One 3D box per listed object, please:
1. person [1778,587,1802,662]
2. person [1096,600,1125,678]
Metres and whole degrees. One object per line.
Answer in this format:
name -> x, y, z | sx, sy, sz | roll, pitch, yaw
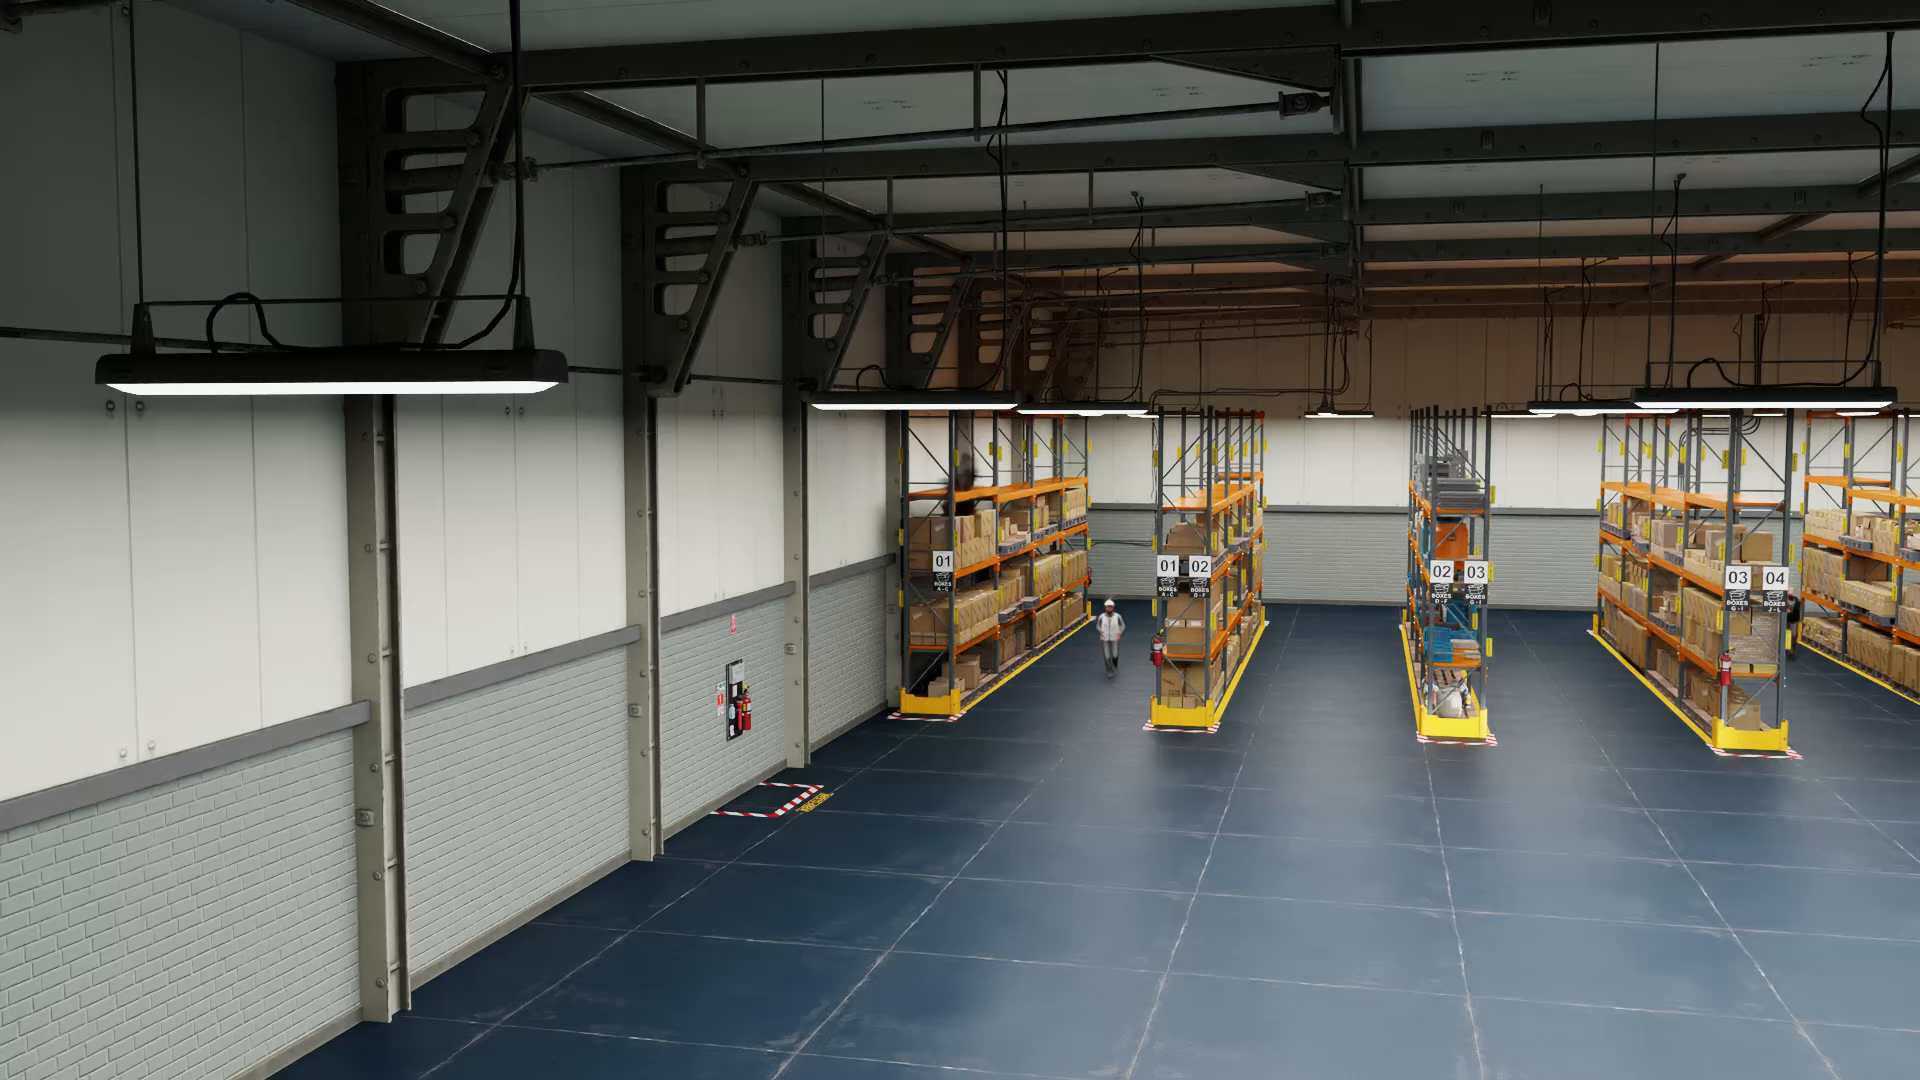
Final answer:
person -> 19.921, 2.002, 39.993 | 0.677, 1.764, 0.936 | 1, 4, 9
person -> 3.330, 2.204, 36.882 | 0.635, 1.727, 0.564 | 1, 4, 8
